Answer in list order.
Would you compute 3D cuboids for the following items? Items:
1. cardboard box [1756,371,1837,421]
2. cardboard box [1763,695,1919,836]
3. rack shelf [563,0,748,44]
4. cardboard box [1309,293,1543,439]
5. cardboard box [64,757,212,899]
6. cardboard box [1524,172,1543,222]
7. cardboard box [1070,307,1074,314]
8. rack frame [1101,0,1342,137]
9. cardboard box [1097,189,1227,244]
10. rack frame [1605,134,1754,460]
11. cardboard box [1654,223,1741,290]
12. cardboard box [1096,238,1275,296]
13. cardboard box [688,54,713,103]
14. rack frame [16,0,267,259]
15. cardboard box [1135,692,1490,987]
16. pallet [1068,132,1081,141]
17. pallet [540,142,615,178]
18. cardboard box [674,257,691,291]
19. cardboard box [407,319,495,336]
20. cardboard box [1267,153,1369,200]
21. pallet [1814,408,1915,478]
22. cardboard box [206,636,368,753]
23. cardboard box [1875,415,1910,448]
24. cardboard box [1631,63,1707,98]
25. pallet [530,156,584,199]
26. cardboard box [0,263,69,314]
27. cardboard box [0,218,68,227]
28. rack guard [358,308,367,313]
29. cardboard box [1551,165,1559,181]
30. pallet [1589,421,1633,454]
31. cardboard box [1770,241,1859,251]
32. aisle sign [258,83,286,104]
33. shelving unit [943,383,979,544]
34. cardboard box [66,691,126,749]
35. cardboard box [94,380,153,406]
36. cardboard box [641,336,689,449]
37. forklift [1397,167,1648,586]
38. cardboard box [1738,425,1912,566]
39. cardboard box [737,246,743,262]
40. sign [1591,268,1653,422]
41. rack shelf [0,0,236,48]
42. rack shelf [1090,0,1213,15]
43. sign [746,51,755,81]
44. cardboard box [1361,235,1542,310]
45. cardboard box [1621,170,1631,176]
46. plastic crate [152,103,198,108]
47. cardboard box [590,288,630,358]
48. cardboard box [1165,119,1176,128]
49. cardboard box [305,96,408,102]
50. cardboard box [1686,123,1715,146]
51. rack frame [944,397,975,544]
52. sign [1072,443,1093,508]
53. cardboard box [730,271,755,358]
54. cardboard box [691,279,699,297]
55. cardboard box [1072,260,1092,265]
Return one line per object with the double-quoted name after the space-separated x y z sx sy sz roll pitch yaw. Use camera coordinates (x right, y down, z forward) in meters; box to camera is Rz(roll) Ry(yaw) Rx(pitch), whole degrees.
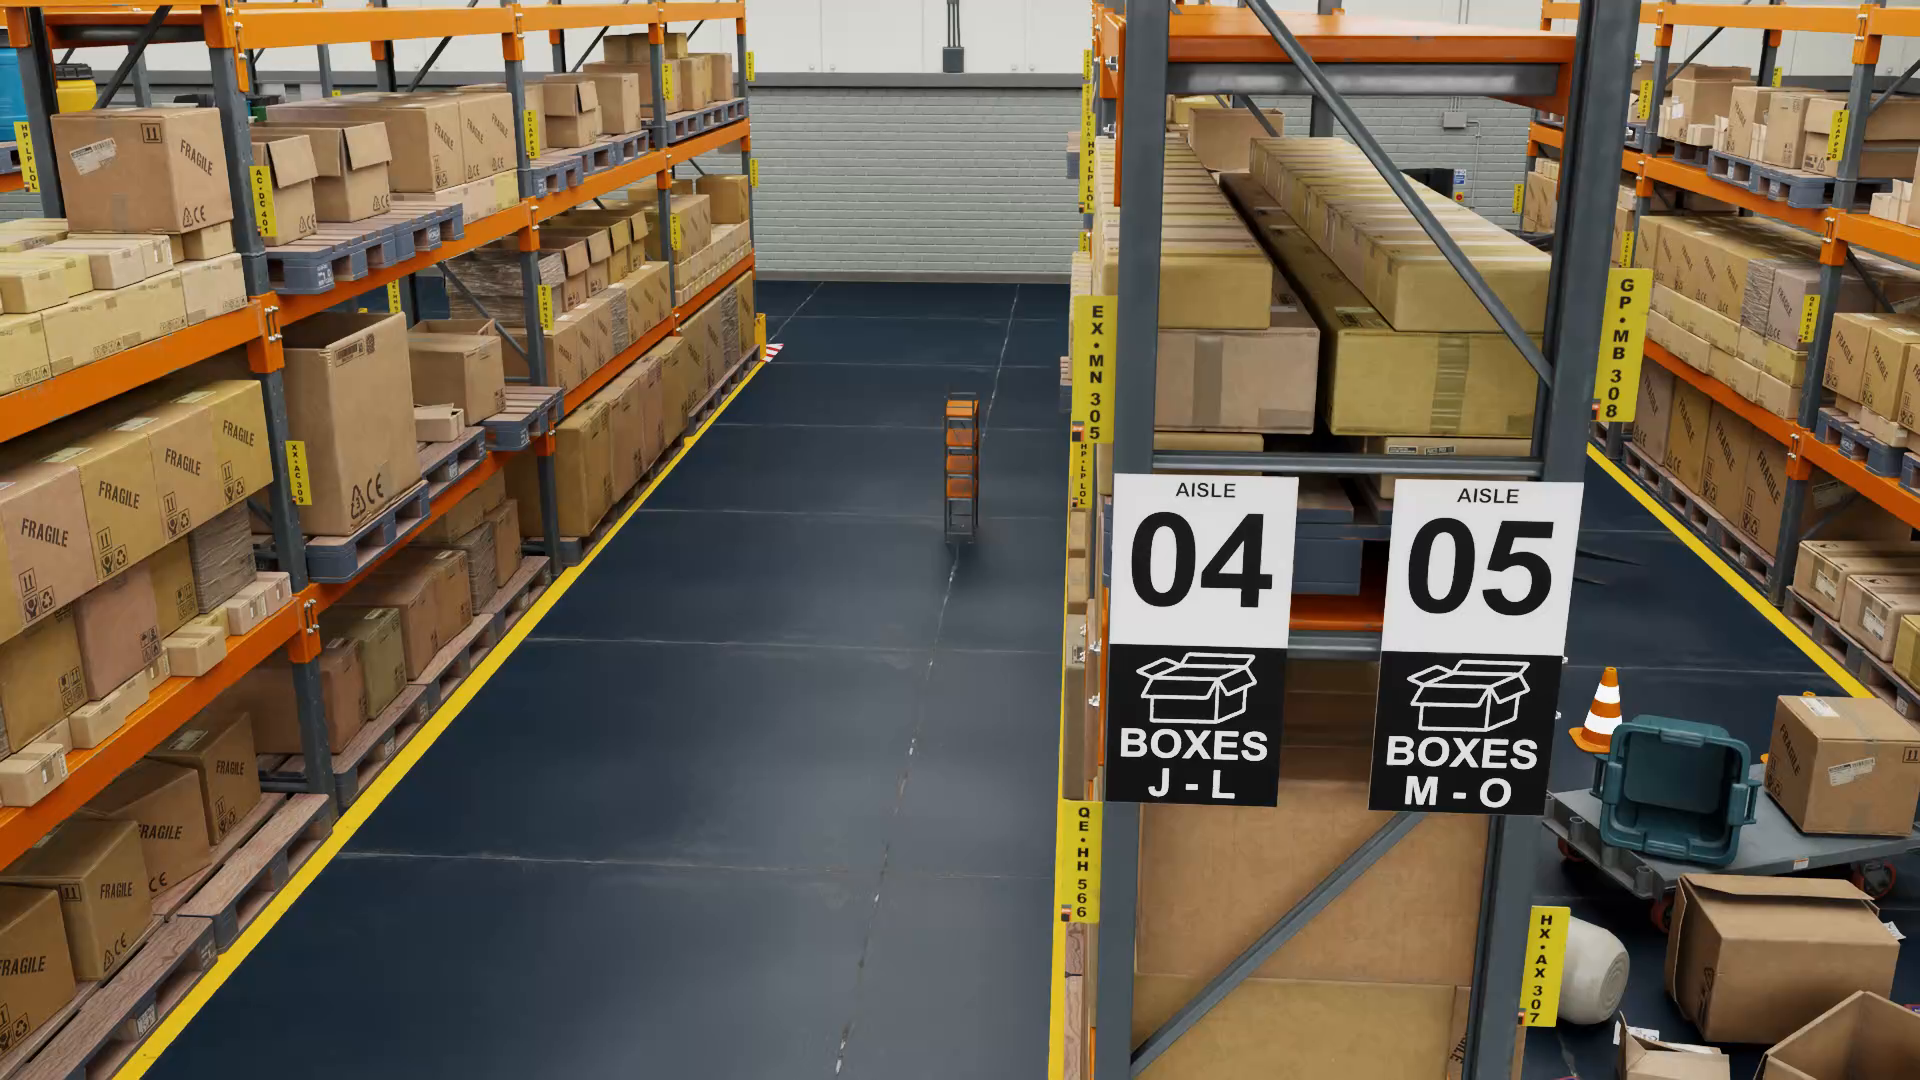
6.131 -1.042 12.026 0.500 0.250 0.500 1 18 2 "cardboard box"
4.290 1.090 8.079 0.500 0.500 0.500 1 18 4 "cardboard box"
-3.100 -5.354 17.108 1.077 0.370 4.000 1 18 4 "rack shelf"
1.127 -0.432 4.034 0.500 0.250 0.500 1 18 4 "cardboard box"
-3.919 1.360 7.794 0.500 0.500 0.500 7 20 21 "cardboard box"
6.609 -3.815 18.482 0.500 0.500 0.500 1 18 3 "cardboard box"
1.008 -1.633 12.362 0.380 0.149 0.250 1 18 3 "cardboard box"
1.123 -2.638 7.022 1.000 3.000 0.127 1 18 4 "rack frame"
0.613 -0.984 5.079 0.380 0.149 0.250 1 18 3 "cardboard box"
6.641 -2.193 15.297 1.000 3.000 0.127 1 18 4 "rack frame"
6.314 -2.426 14.244 0.500 0.500 0.500 1 18 4 "cardboard box"
0.666 -0.757 5.026 0.500 0.250 0.500 1 18 4 "cardboard box"
-3.101 -5.041 18.178 0.700 0.500 0.500 1 18 2 "cardboard box"
-3.817 -2.780 7.456 1.000 3.000 0.127 1 18 4 "rack frame"
0.901 0.756 4.322 0.875 0.550 0.550 1 18 4 "cardboard box"
1.546 -3.419 14.523 1.213 0.211 1.003 1 18 4 "pallet"
-3.460 -3.056 13.417 1.003 0.211 1.213 2 18 6 "pallet"
-2.949 -2.624 16.377 0.500 0.250 0.500 1 18 3 "cardboard box"
-3.529 -1.250 11.586 0.500 0.500 0.500 -1 18 -3 "cardboard box"
1.359 -1.364 6.240 0.380 0.149 0.250 2 18 5 "cardboard box"
6.409 -0.635 10.853 1.213 0.211 1.003 1 18 4 "pallet"
-3.752 0.859 9.291 0.700 0.500 0.500 0 18 0 "cardboard box"
5.986 -0.678 10.403 0.380 0.149 0.250 1 18 4 "cardboard box"
6.705 -4.334 16.014 0.797 0.503 0.637 3 18 8 "cardboard box"
-3.537 -2.708 12.357 1.213 0.211 1.003 2 18 6 "pallet"
-3.642 -0.956 6.307 0.380 0.149 0.250 2 18 6 "cardboard box"
-4.148 -1.379 7.597 0.380 0.149 0.250 1 18 2 "cardboard box"
-7.908 -2.587 20.514 1.175 0.500 0.348 1 18 4 "rack guard"
6.544 -3.918 17.756 0.380 0.149 0.250 1 18 2 "cardboard box"
6.773 -1.102 16.447 1.003 0.211 1.213 1 18 4 "pallet"
6.751 -2.092 13.224 0.500 0.500 0.500 2 18 5 "cardboard box"
-8.188 -5.031 19.785 0.394 0.787 0.004 1 18 4 "aisle sign"
0.012 -0.622 13.393 0.258 1.200 0.503 1 18 4 "shelving unit"
-3.662 0.729 6.784 0.380 0.149 0.250 1 18 4 "cardboard box"
-4.103 -0.459 7.763 0.500 0.500 0.500 1 18 4 "cardboard box"
-3.270 -1.404 15.630 1.225 0.875 0.875 1 18 4 "cardboard box"
3.723 -1.264 12.575 3.031 2.935 1.130 17 25 41 "forklift"
6.486 -0.353 12.420 0.875 0.875 0.875 1 18 3 "cardboard box"
-2.690 -3.260 18.957 0.380 0.149 0.250 1 18 4 "cardboard box"
1.389 -0.409 3.506 0.100 0.325 0.005 1 18 4 "sign"
-3.961 -1.815 5.672 1.077 0.370 4.000 1 18 4 "rack shelf"
1.840 -5.400 16.613 1.077 0.370 4.000 1 18 4 "rack shelf"
-2.417 -5.448 19.121 0.100 0.325 0.005 1 18 4 "sign"
1.196 -0.651 4.064 0.380 0.149 0.250 1 18 4 "cardboard box"
7.065 -3.752 17.249 0.380 0.149 0.250 2 18 5 "cardboard box"
-8.364 -4.454 17.573 0.437 0.282 0.530 1 18 4 "plastic crate"
-3.118 -1.839 14.056 0.500 0.500 0.500 1 18 4 "cardboard box"
1.745 -2.829 12.262 0.500 0.500 0.500 1 18 4 "cardboard box"
-3.861 -2.584 10.712 0.500 0.500 0.500 1 18 4 "cardboard box"
6.201 -3.321 13.626 0.380 0.166 0.250 0 18 0 "cardboard box"
-0.006 -0.546 13.162 0.240 1.200 0.015 1 18 4 "rack frame"
0.581 -0.309 7.816 0.100 0.325 0.005 1 18 4 "sign"
-2.923 -2.645 19.417 0.875 0.875 0.875 1 18 4 "cardboard box"
-2.854 -2.542 16.768 0.380 0.149 0.250 2 18 6 "cardboard box"
1.174 -2.356 14.570 0.380 0.149 0.250 1 18 4 "cardboard box"
